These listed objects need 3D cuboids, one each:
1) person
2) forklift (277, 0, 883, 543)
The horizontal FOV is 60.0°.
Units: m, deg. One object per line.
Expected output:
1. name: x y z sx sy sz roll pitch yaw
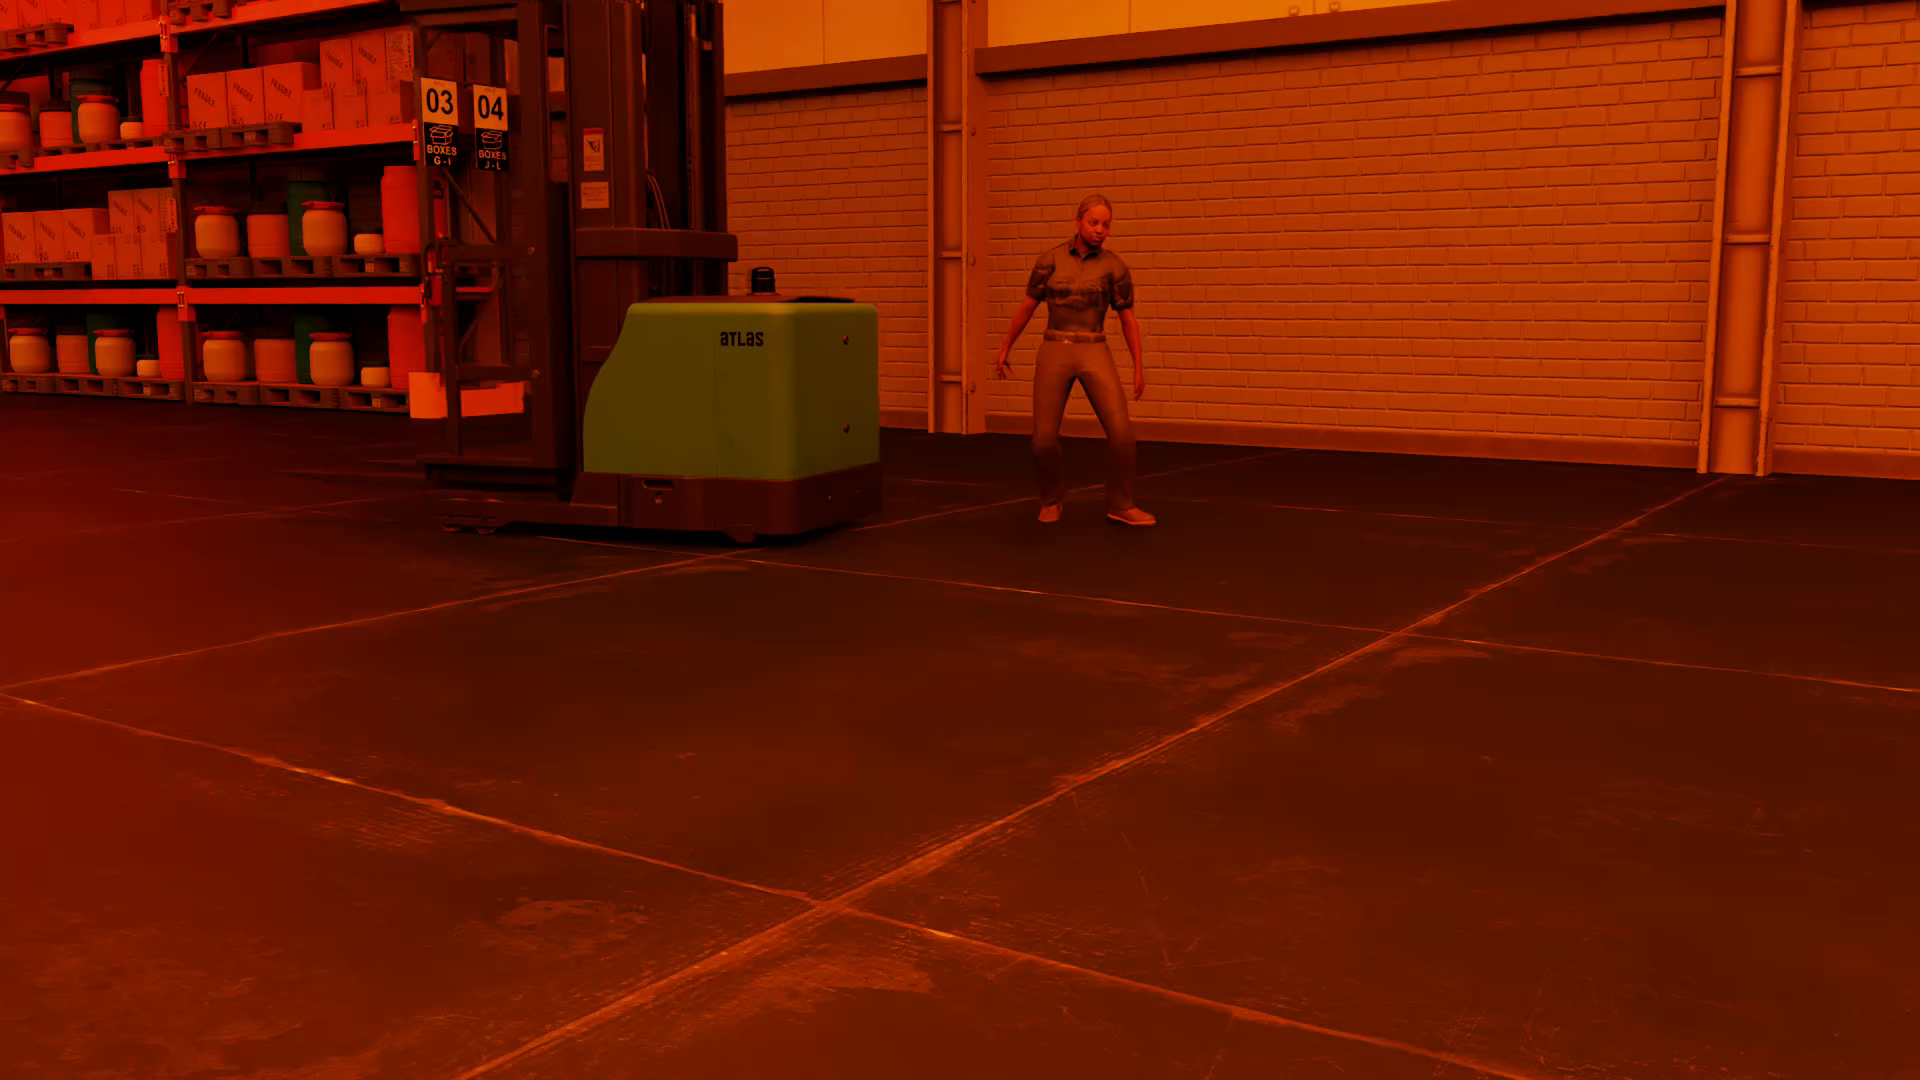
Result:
1. person: 0.573 -0.854 8.158 0.818 1.636 0.460 2 8 13
2. forklift: -1.948 -1.543 8.045 3.031 2.935 1.130 3 9 21
